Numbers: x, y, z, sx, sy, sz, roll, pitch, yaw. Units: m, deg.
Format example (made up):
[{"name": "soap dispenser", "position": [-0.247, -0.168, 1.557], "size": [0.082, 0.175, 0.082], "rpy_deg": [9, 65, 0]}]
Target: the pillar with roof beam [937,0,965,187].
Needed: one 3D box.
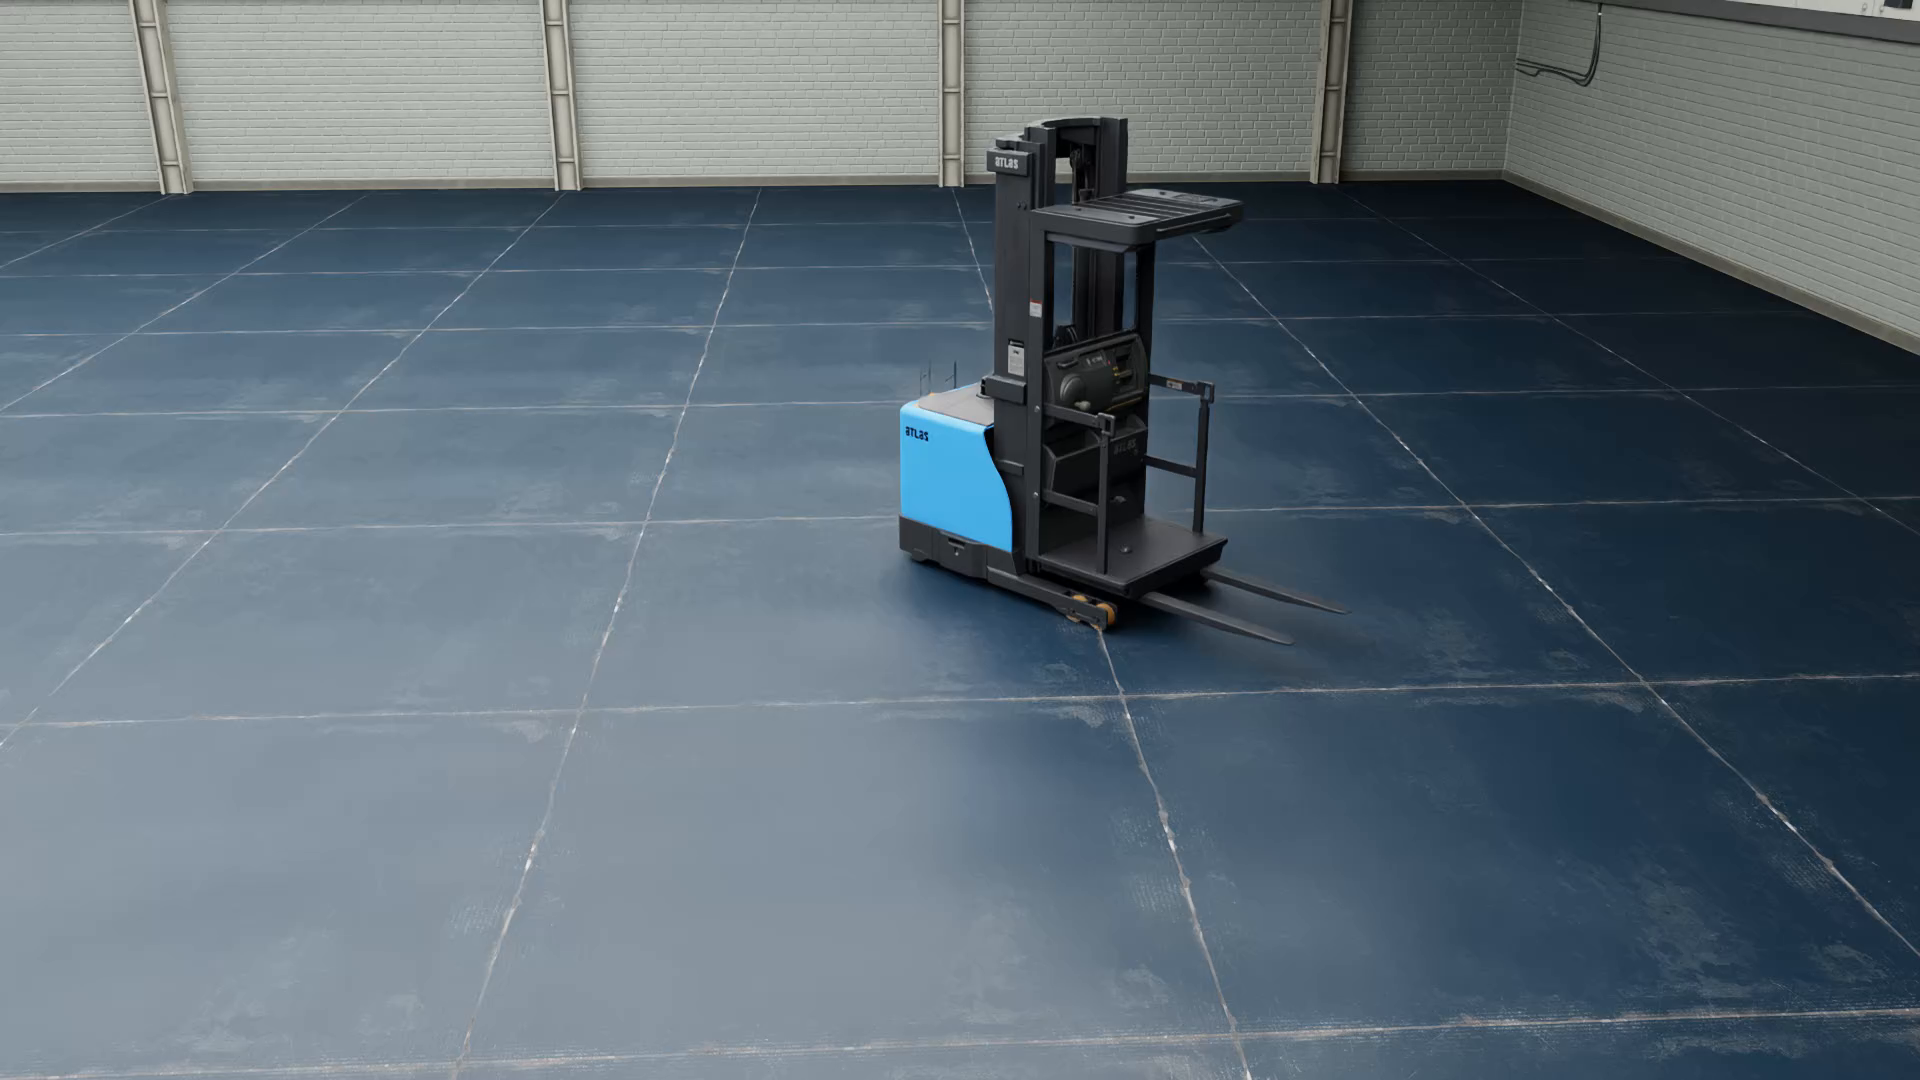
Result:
[{"name": "pillar with roof beam", "position": [0.107, -8.308, 20.796], "size": [0.400, 9.000, 9.100], "rpy_deg": [-1, 21, -3]}]

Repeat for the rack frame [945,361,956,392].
[{"name": "rack frame", "position": [-0.065, -0.633, 11.598], "size": [0.006, 1.200, 0.240], "rpy_deg": [6, 22, 15]}]

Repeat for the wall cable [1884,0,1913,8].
[{"name": "wall cable", "position": [9.394, -7.766, 14.592], "size": [0.169, 6.003, 2.305], "rpy_deg": [-1, 21, -3]}]

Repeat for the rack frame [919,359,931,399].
[{"name": "rack frame", "position": [-0.240, -0.652, 11.646], "size": [0.006, 1.200, 0.240], "rpy_deg": [6, 22, 15]}]

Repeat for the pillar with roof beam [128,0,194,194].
[{"name": "pillar with roof beam", "position": [-11.874, -8.064, 20.155], "size": [0.400, 9.000, 9.100], "rpy_deg": [-1, 21, -3]}]

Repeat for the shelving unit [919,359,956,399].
[{"name": "shelving unit", "position": [-0.153, -0.642, 11.622], "size": [0.189, 1.200, 0.258], "rpy_deg": [6, 22, 15]}]

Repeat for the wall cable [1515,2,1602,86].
[{"name": "wall cable", "position": [8.868, -8.098, 24.608], "size": [0.112, 2.526, 3.097], "rpy_deg": [-1, 21, -3]}]

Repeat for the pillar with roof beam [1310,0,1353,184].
[{"name": "pillar with roof beam", "position": [6.097, -8.430, 21.116], "size": [0.400, 9.000, 9.100], "rpy_deg": [-1, 21, -3]}]

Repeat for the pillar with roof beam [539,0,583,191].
[{"name": "pillar with roof beam", "position": [-5.884, -8.186, 20.476], "size": [0.400, 9.000, 9.100], "rpy_deg": [-1, 21, -3]}]

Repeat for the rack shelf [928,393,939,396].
[{"name": "rack shelf", "position": [-0.153, -0.937, 11.510], "size": [0.180, 0.103, 0.258], "rpy_deg": [6, 22, 15]}]

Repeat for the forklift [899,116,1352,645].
[{"name": "forklift", "position": [1.005, -1.024, 10.192], "size": [3.031, 2.935, 1.130], "rpy_deg": [19, 28, 40]}]
